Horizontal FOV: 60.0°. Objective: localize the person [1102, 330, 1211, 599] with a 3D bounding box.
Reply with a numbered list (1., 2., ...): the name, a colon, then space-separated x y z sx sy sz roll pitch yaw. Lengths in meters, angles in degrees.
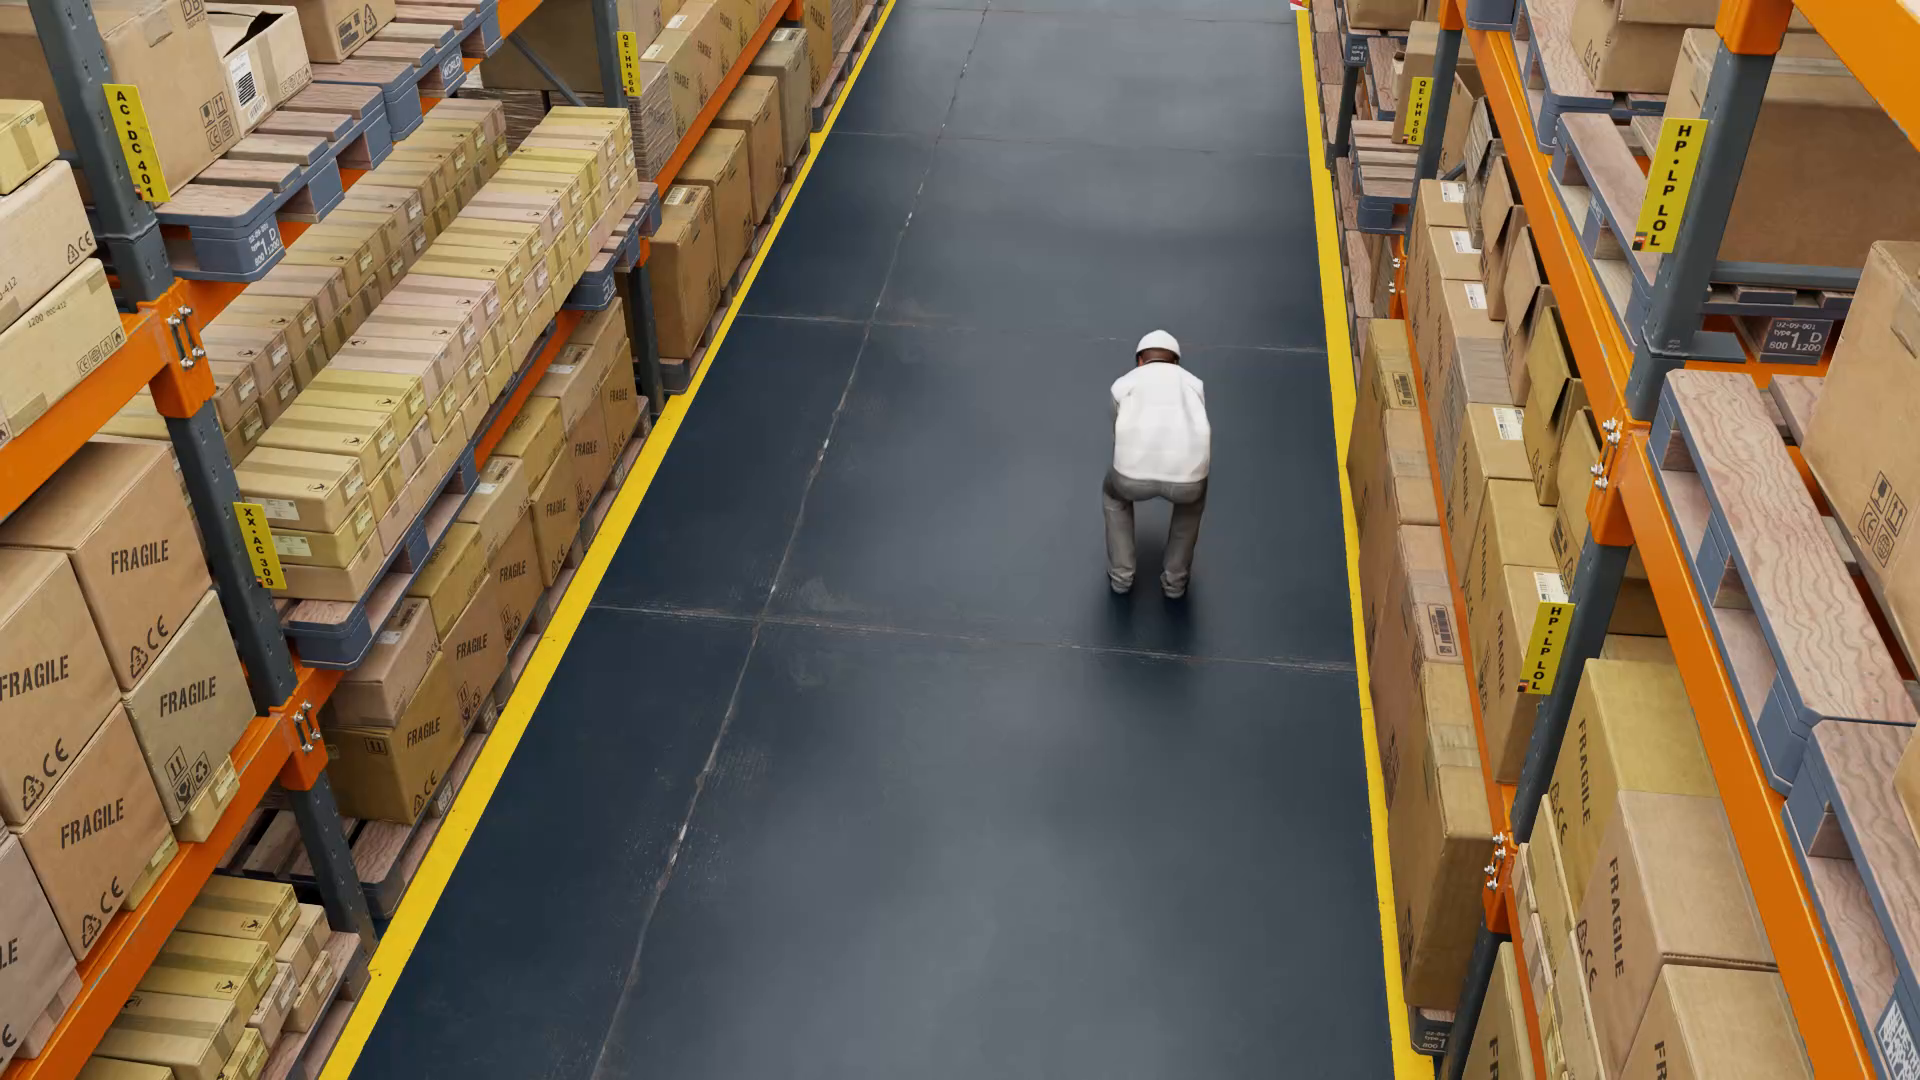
1. person: 0.950 -0.349 8.099 0.506 1.071 0.997 3 36 4
